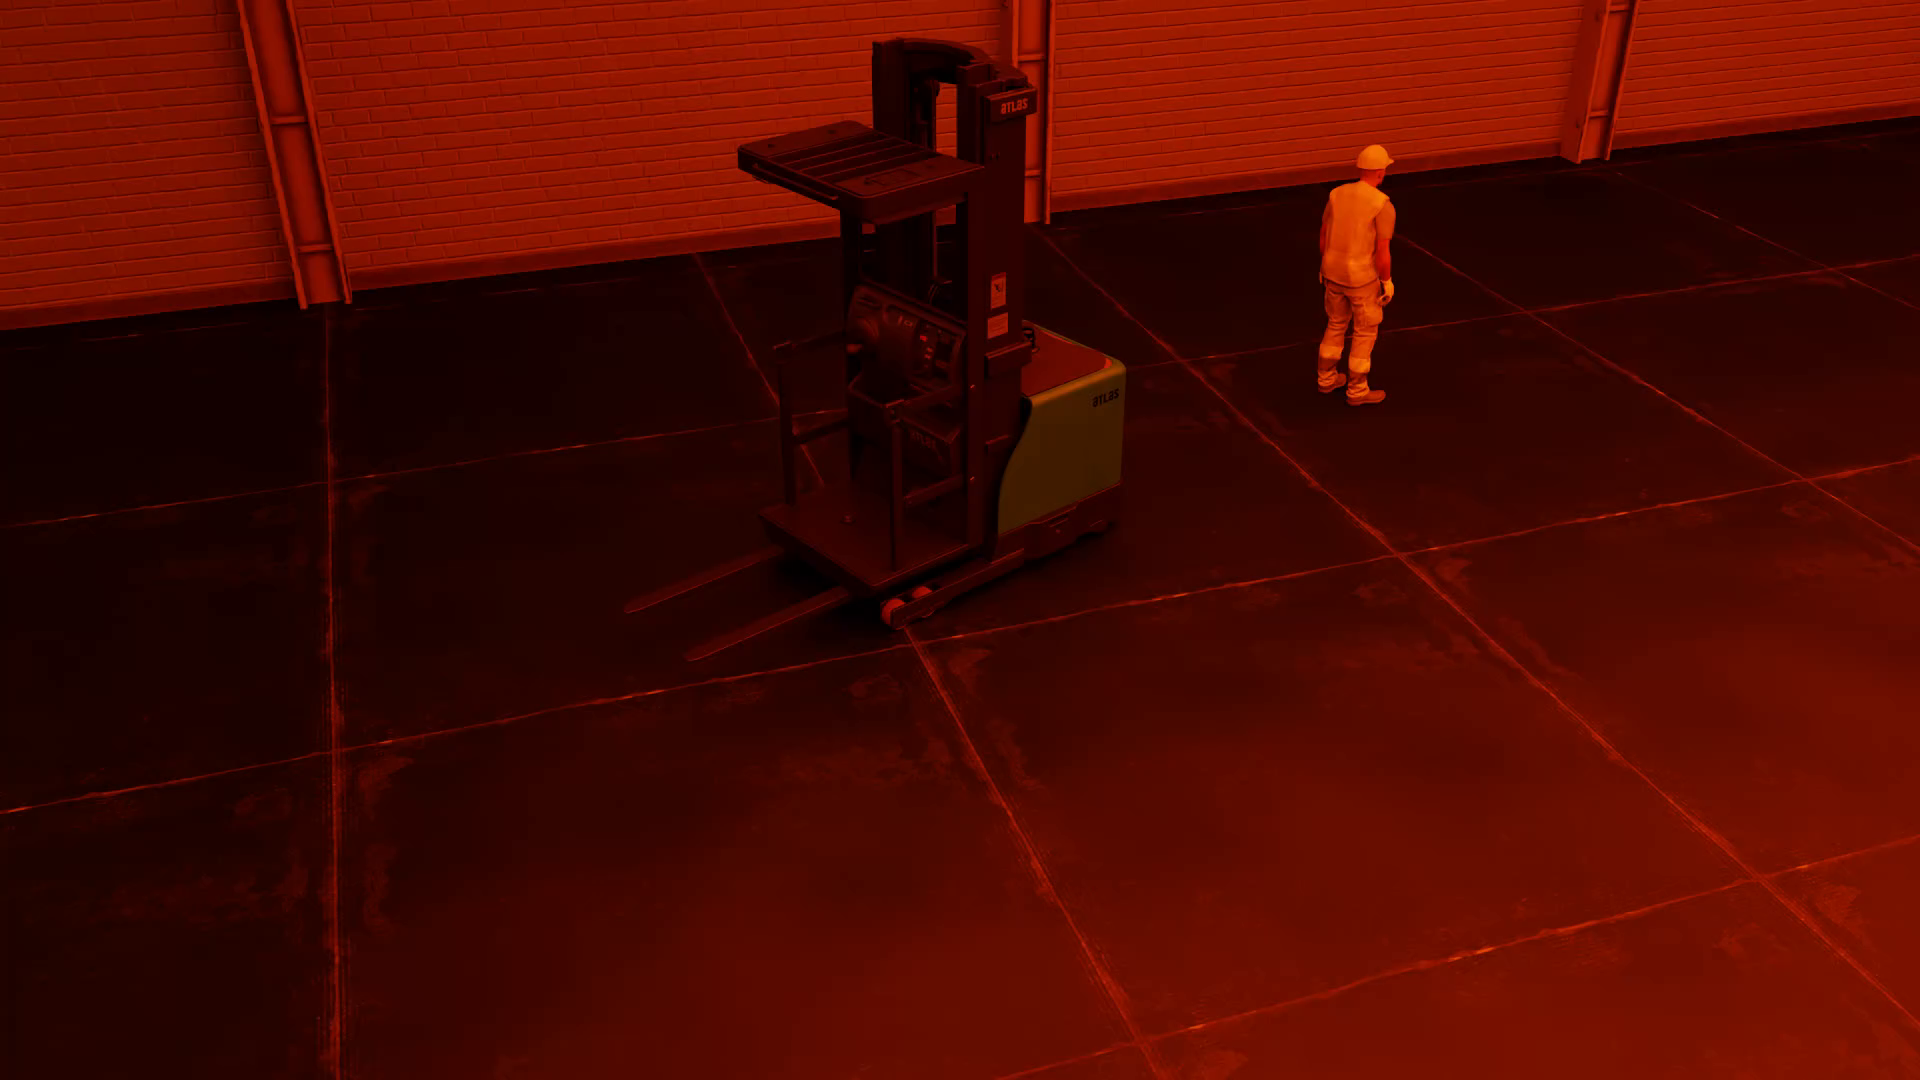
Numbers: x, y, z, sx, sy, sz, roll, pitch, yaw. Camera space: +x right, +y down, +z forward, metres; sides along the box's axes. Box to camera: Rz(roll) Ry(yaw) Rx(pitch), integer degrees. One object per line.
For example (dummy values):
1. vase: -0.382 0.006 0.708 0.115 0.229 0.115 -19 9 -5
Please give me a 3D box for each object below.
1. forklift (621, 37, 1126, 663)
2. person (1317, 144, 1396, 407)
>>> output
1. forklift: -0.461 -1.072 8.951 3.031 2.935 1.130 -23 37 -34
2. person: 2.717 -1.812 11.397 0.453 1.777 0.609 -22 36 -33
